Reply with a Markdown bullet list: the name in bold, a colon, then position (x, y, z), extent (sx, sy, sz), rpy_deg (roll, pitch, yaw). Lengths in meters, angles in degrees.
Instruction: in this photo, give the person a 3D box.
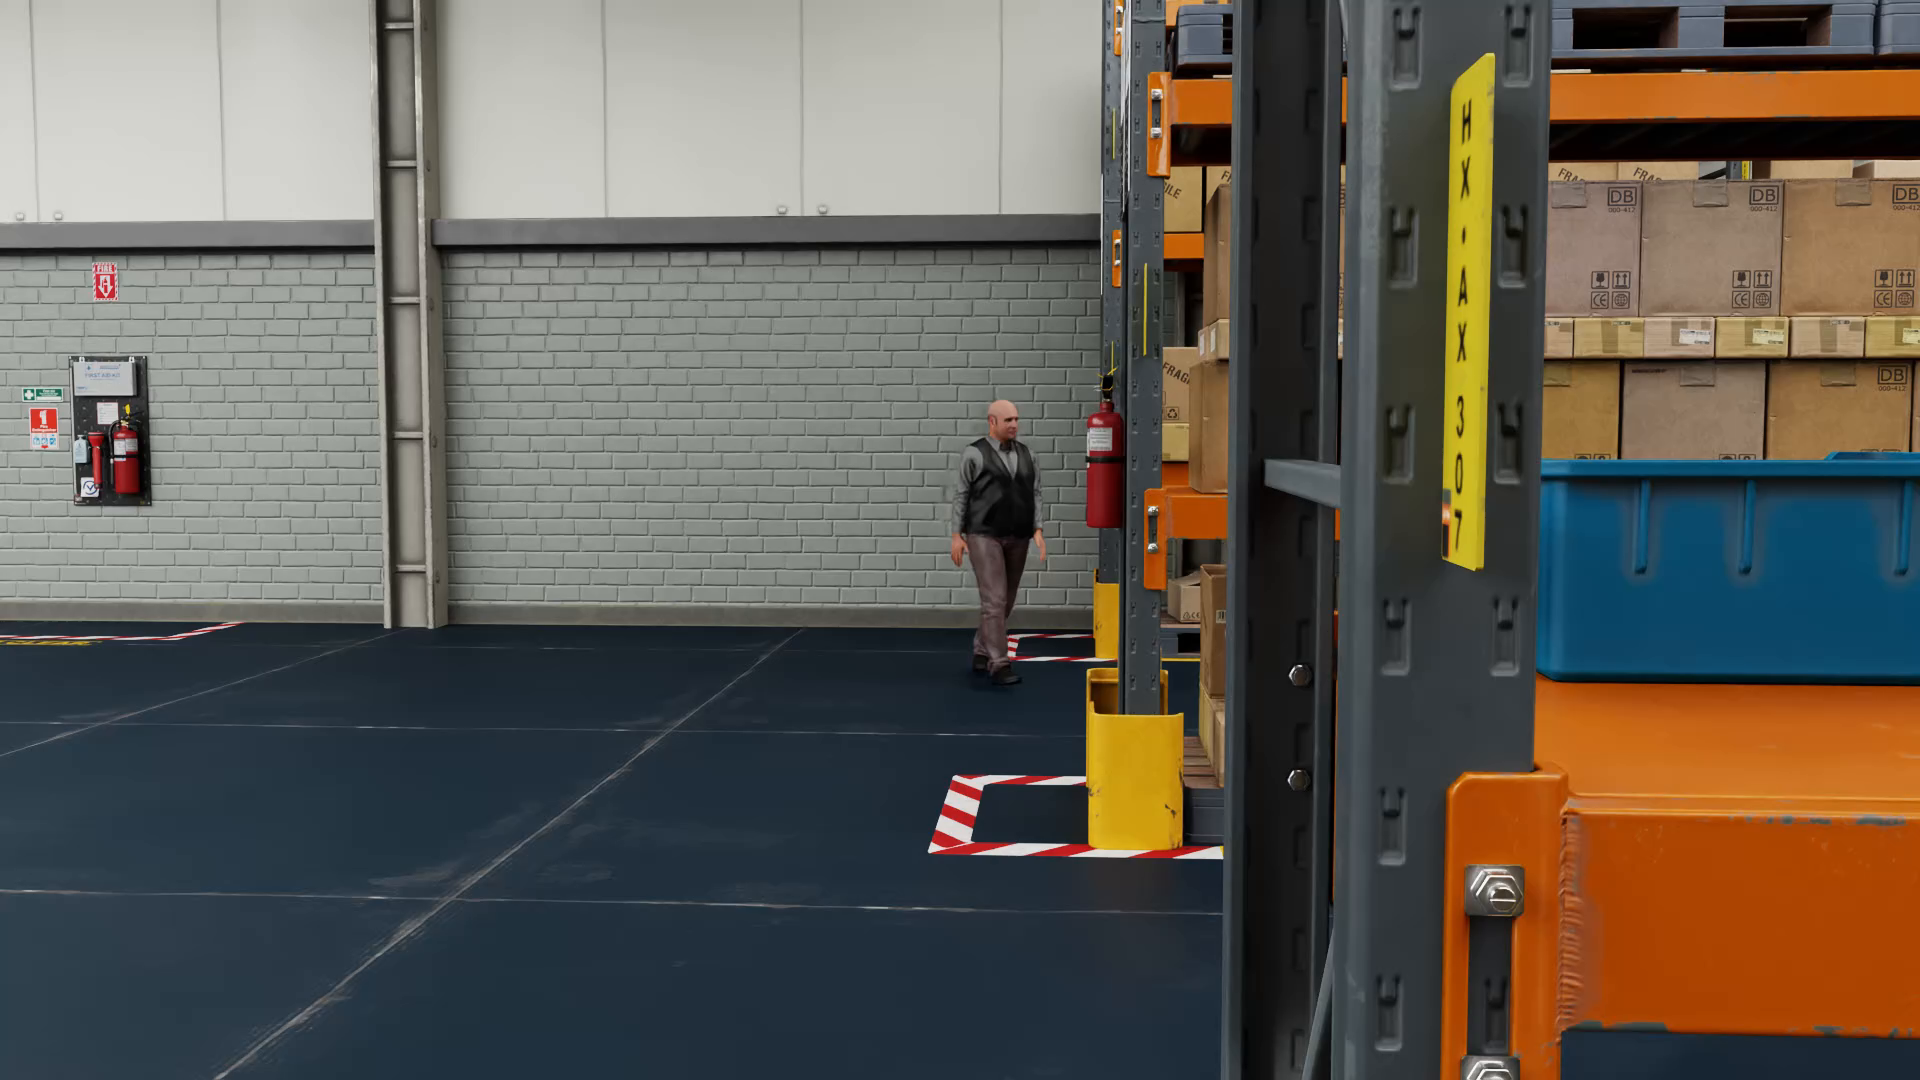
- **person**: position (0.266, 0.004, 10.025), extent (0.573, 1.694, 0.855), rpy_deg (-2, 5, -29)
